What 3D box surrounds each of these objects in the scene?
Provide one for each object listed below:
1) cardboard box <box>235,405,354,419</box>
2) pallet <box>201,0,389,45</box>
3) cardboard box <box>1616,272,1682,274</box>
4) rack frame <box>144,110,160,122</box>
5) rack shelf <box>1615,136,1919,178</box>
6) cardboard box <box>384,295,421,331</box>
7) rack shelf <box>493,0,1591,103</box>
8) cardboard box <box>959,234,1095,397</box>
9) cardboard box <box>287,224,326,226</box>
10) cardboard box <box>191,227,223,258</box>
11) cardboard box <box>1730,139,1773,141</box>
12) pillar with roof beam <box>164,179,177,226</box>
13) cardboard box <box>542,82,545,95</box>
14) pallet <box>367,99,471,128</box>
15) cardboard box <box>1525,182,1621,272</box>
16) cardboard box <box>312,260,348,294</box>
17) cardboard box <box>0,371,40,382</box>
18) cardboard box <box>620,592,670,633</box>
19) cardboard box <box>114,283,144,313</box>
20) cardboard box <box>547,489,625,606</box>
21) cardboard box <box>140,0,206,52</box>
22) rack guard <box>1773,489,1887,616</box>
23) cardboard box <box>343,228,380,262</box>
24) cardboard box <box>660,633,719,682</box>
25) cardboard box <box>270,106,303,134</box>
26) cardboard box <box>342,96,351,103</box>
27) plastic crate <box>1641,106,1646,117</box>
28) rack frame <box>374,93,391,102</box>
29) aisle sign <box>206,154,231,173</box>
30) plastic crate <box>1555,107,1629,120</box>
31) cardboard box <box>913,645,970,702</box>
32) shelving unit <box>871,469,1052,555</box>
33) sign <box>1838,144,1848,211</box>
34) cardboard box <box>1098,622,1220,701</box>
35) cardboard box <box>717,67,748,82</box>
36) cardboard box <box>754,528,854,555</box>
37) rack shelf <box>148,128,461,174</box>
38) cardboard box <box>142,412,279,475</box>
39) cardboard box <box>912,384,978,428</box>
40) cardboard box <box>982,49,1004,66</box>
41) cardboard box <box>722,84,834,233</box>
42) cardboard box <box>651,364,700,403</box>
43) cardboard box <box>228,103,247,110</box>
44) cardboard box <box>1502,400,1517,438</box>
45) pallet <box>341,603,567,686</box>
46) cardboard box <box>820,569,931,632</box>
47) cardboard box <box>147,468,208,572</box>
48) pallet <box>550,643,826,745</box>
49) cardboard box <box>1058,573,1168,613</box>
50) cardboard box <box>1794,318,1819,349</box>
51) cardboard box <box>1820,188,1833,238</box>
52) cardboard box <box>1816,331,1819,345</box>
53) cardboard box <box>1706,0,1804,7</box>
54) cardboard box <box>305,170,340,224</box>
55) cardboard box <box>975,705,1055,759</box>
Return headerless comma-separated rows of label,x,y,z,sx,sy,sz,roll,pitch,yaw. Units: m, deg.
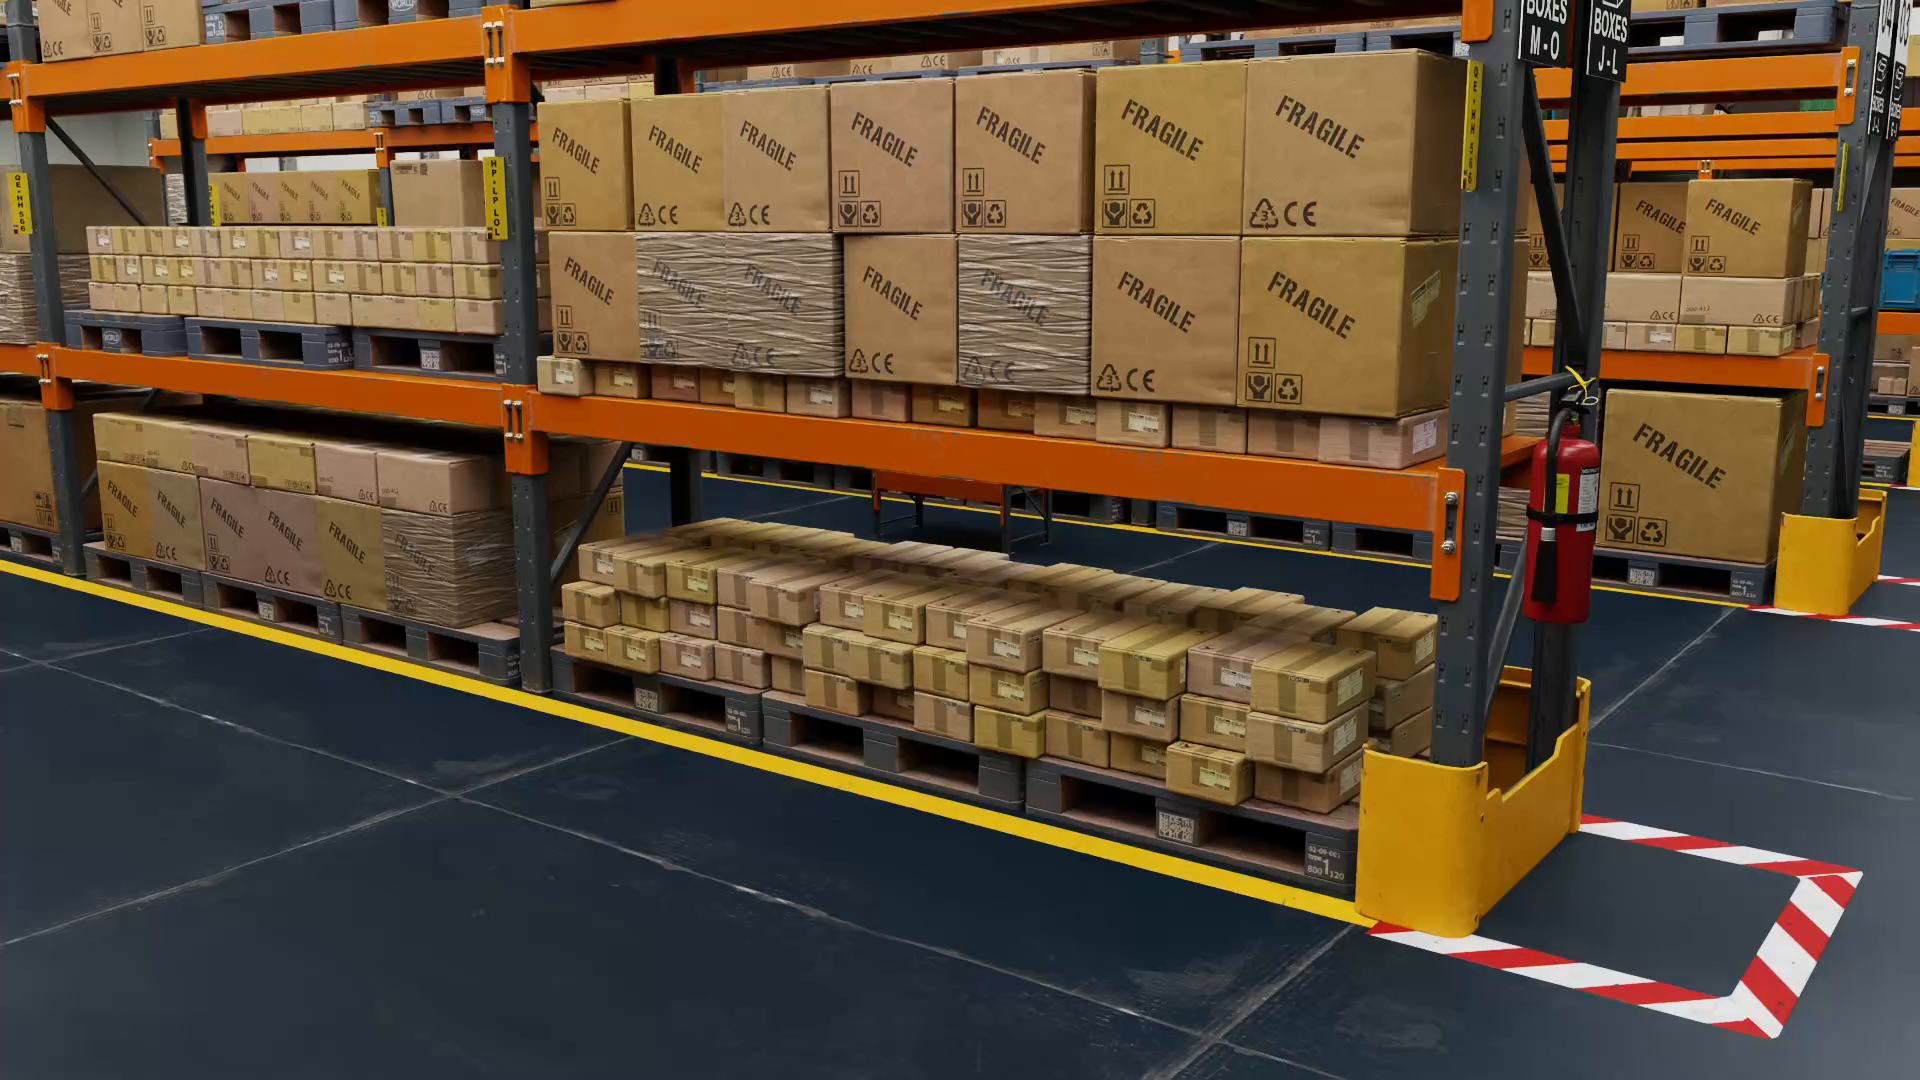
cardboard box,-3.646,-0.595,9.211,0.500,0.250,0.500,8,14,36
pallet,-2.814,-2.473,8.012,1.003,0.211,1.213,8,13,36
cardboard box,4.050,-1.414,9.553,0.500,0.250,0.500,8,13,35
rack frame,-8.197,-5.933,17.505,0.127,3.000,1.000,8,13,36
rack shelf,8.954,-4.049,17.560,4.000,0.370,1.077,8,13,36
cardboard box,-2.388,-1.045,7.590,0.250,0.149,0.380,8,13,35
rack shelf,0.070,-1.785,5.857,4.000,0.370,1.077,8,13,36
cardboard box,0.341,-0.761,5.521,0.500,0.500,0.500,8,14,36
cardboard box,-6.143,-2.895,16.553,0.500,0.500,0.875,8,13,36
cardboard box,-3.662,-1.515,8.455,0.250,0.149,0.380,9,14,38
cardboard box,8.390,-4.348,17.604,0.500,0.250,0.500,8,13,36
pillar with roof beam,-25.053,-10.975,43.570,0.400,9.000,9.100,8,13,36
cardboard box,-3.402,-3.907,14.438,0.250,0.166,0.380,7,13,34
pallet,-4.538,-3.833,15.041,1.003,0.211,1.213,8,13,36
cardboard box,3.648,-1.838,9.771,0.500,0.500,0.500,7,13,34
cardboard box,-2.823,-1.251,7.872,0.250,0.149,0.380,7,13,33
cardboard box,-6.661,-0.727,11.205,0.750,0.750,1.050,8,13,36
cardboard box,-1.182,0.261,6.898,0.250,0.149,0.380,8,14,36
cardboard box,-4.308,-1.312,8.968,0.250,0.149,0.380,9,14,38
cardboard box,-1.980,0.007,8.072,0.500,0.500,0.500,9,14,38
cardboard box,-3.650,-2.646,8.152,0.500,0.500,0.500,8,13,36
rack guard,4.719,0.041,9.001,0.348,0.500,1.175,8,13,36
cardboard box,-2.617,-1.370,7.701,0.250,0.149,0.380,8,13,35
cardboard box,-0.993,0.443,6.742,0.250,0.149,0.380,8,13,35
cardboard box,-6.323,-4.065,16.142,0.500,0.250,0.500,8,13,35
cardboard box,-5.567,-4.169,15.630,0.250,0.149,0.380,8,14,36
plastic crate,6.028,-3.658,13.955,0.530,0.282,0.437,8,13,36
rack frame,-4.972,-5.483,15.181,0.127,3.000,1.000,8,13,36
aisle sign,-8.069,-4.317,18.102,0.004,0.787,0.394,8,13,36
plastic crate,5.246,-3.624,13.810,0.590,0.269,0.497,8,13,36
cardboard box,0.047,0.445,5.949,0.250,0.149,0.380,9,14,38
shelving unit,0.005,-0.552,10.419,1.048,1.125,0.538,8,13,36
sign,4.367,-1.792,8.223,0.005,0.325,0.100,8,13,36
cardboard box,0.653,0.393,5.434,0.250,0.149,0.380,8,13,34
cardboard box,-1.975,-3.948,13.561,0.500,0.500,0.500,8,14,36
cardboard box,-0.667,0.061,7.153,0.250,0.149,0.380,8,13,35
rack shelf,-6.584,-3.882,16.696,4.000,0.370,1.077,8,13,36
cardboard box,-3.945,-0.516,8.799,0.500,0.250,0.500,8,13,35
cardboard box,0.043,-0.496,5.860,0.250,0.149,0.380,8,14,37
cardboard box,0.364,-3.384,11.785,0.250,0.149,0.380,7,13,33
cardboard box,-0.508,-1.371,6.041,0.500,0.500,0.500,8,14,36
cardboard box,-1.009,-0.646,6.631,0.250,0.149,0.380,7,13,33
cardboard box,-7.083,-4.365,16.641,0.250,0.149,0.380,7,13,33
cardboard box,1.615,-0.404,5.382,0.250,0.149,0.380,8,13,35
pallet,-2.170,0.391,7.952,1.213,0.211,1.003,8,13,36
cardboard box,-0.318,0.227,6.292,0.250,0.149,0.380,7,13,33
cardboard box,-3.939,-0.145,8.855,0.500,0.500,0.500,8,14,36
pallet,-0.980,0.549,7.138,1.213,0.211,1.003,8,13,36
cardboard box,0.574,0.241,6.219,0.250,0.149,0.380,9,14,38
cardboard box,4.609,-1.156,9.268,0.250,0.149,0.380,8,14,36
cardboard box,9.216,-3.367,17.141,0.500,0.500,0.500,8,14,37
cardboard box,11.629,-2.678,21.948,0.500,0.500,0.700,8,14,37
cardboard box,4.249,-3.016,8.693,0.500,0.500,0.700,7,13,32
cardboard box,-5.902,-3.288,15.951,0.500,0.500,0.500,8,13,36
cardboard box,0.256,0.624,5.805,0.250,0.149,0.380,7,13,33
